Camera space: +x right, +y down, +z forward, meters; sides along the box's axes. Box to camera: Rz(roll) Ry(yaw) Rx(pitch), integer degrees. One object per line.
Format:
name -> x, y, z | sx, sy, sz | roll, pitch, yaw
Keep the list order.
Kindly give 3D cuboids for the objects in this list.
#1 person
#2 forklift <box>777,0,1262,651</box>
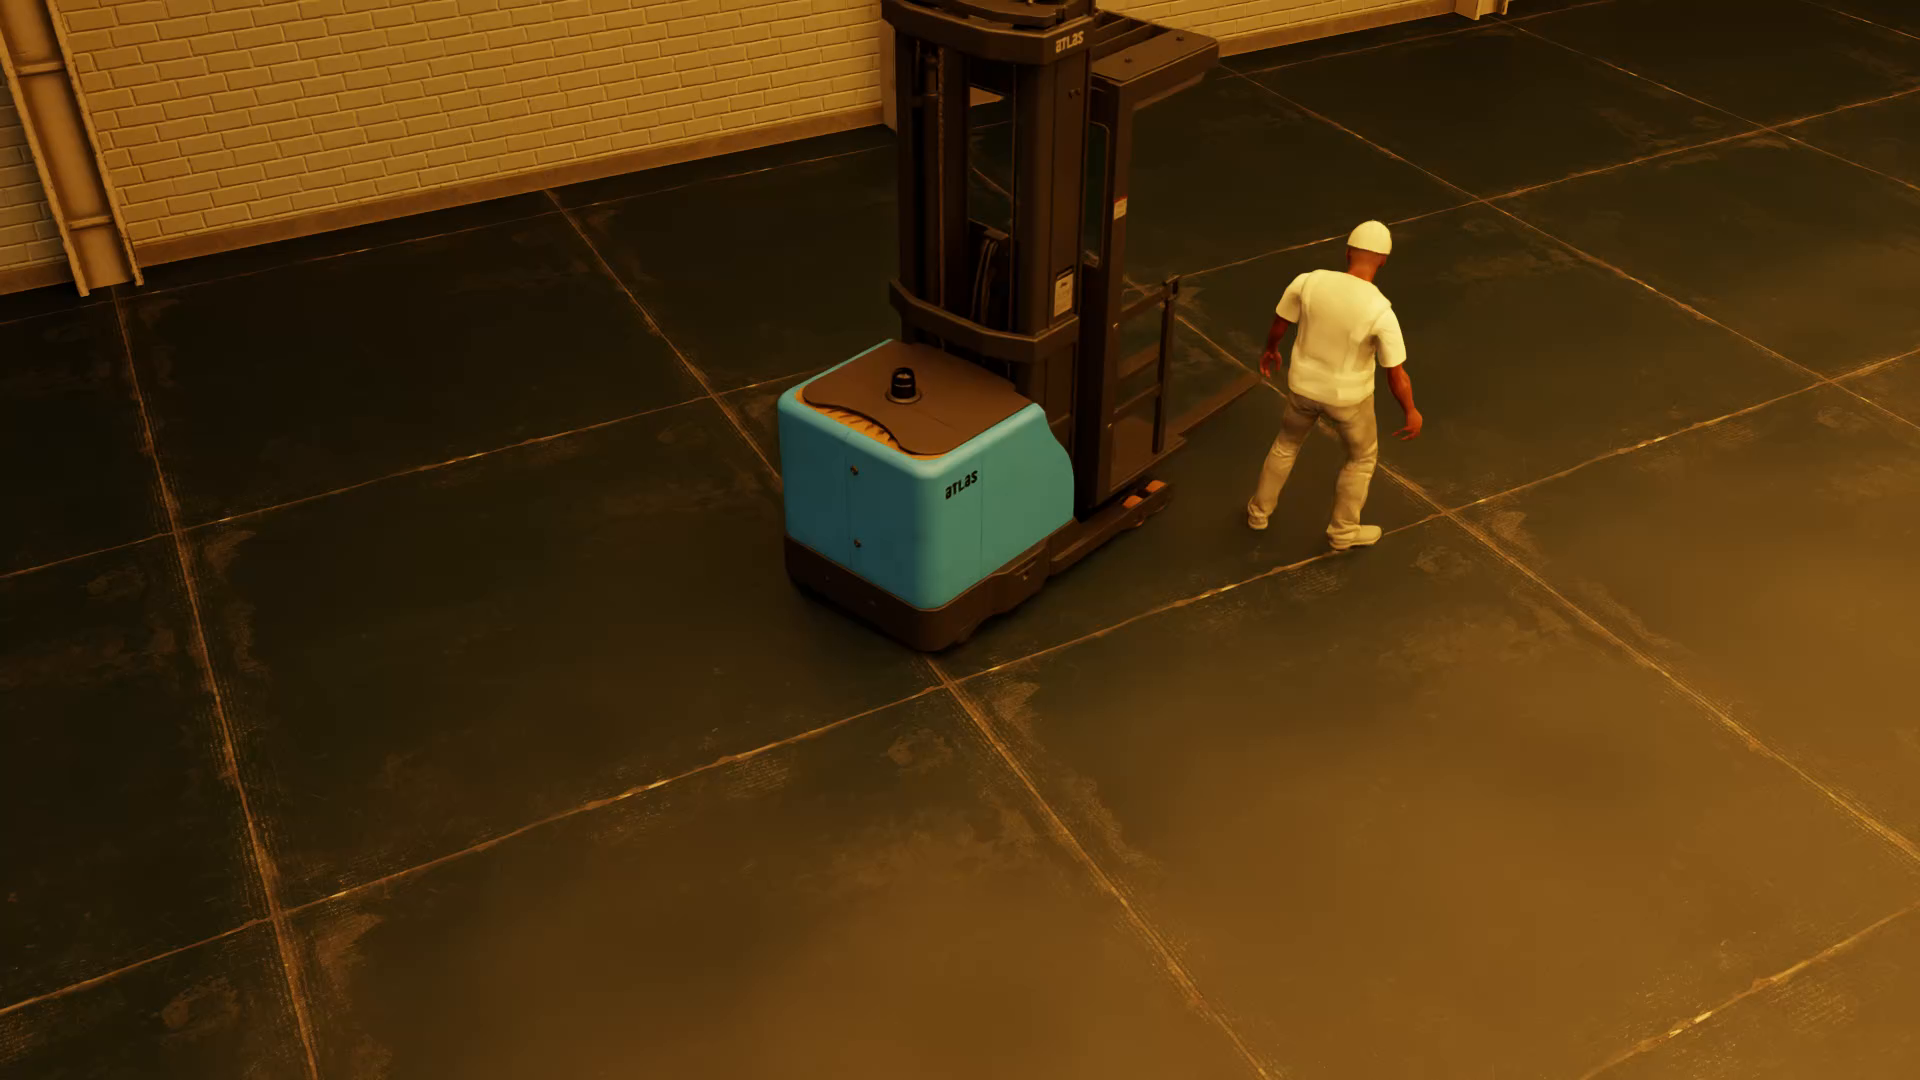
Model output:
person -> 1.872, -0.761, 8.250 | 0.890, 1.726, 0.459 | 25, 42, 31
forklift -> 0.489, -1.441, 8.162 | 1.130, 2.935, 3.031 | 28, 44, 33
